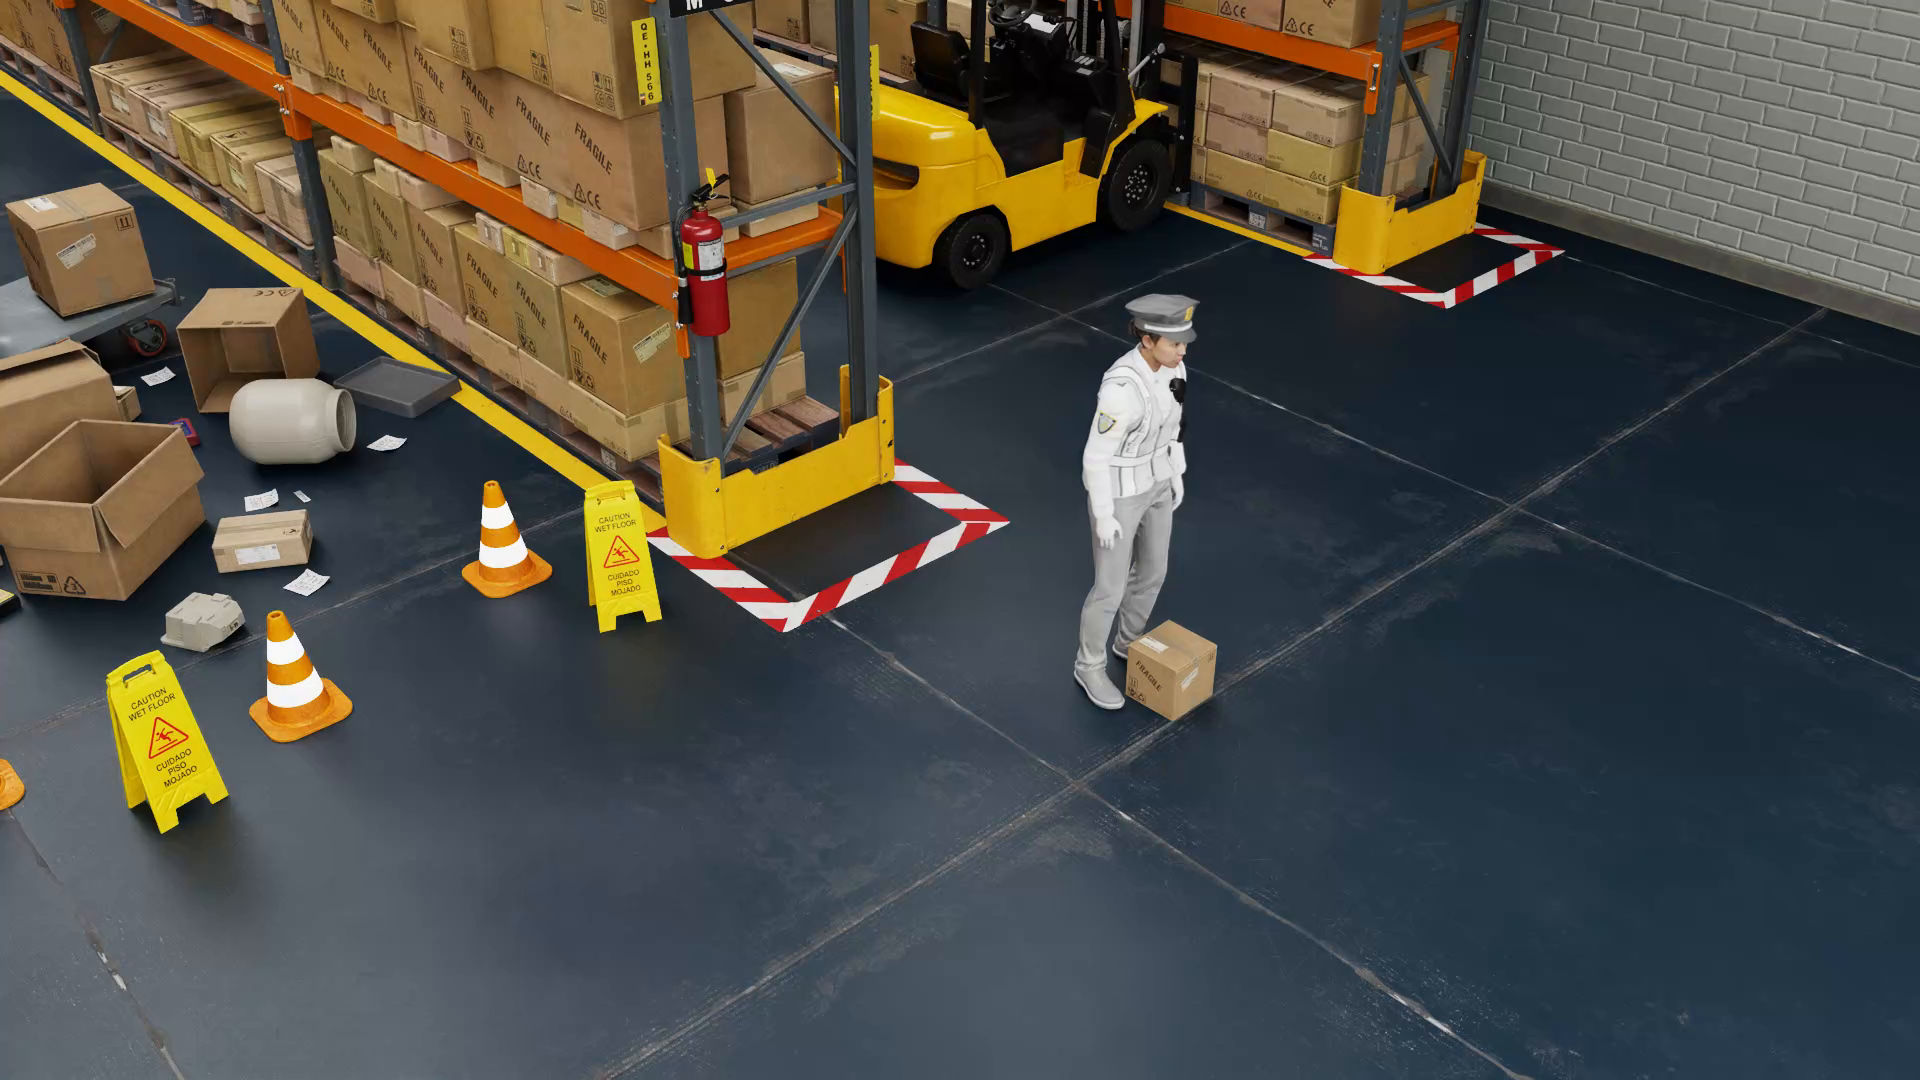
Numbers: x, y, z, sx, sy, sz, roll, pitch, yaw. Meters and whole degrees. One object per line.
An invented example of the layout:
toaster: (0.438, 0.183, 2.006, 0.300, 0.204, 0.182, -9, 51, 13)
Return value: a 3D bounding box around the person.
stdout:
person: (0.678, -0.175, 6.410, 0.372, 1.666, 0.547, 27, 41, 36)
